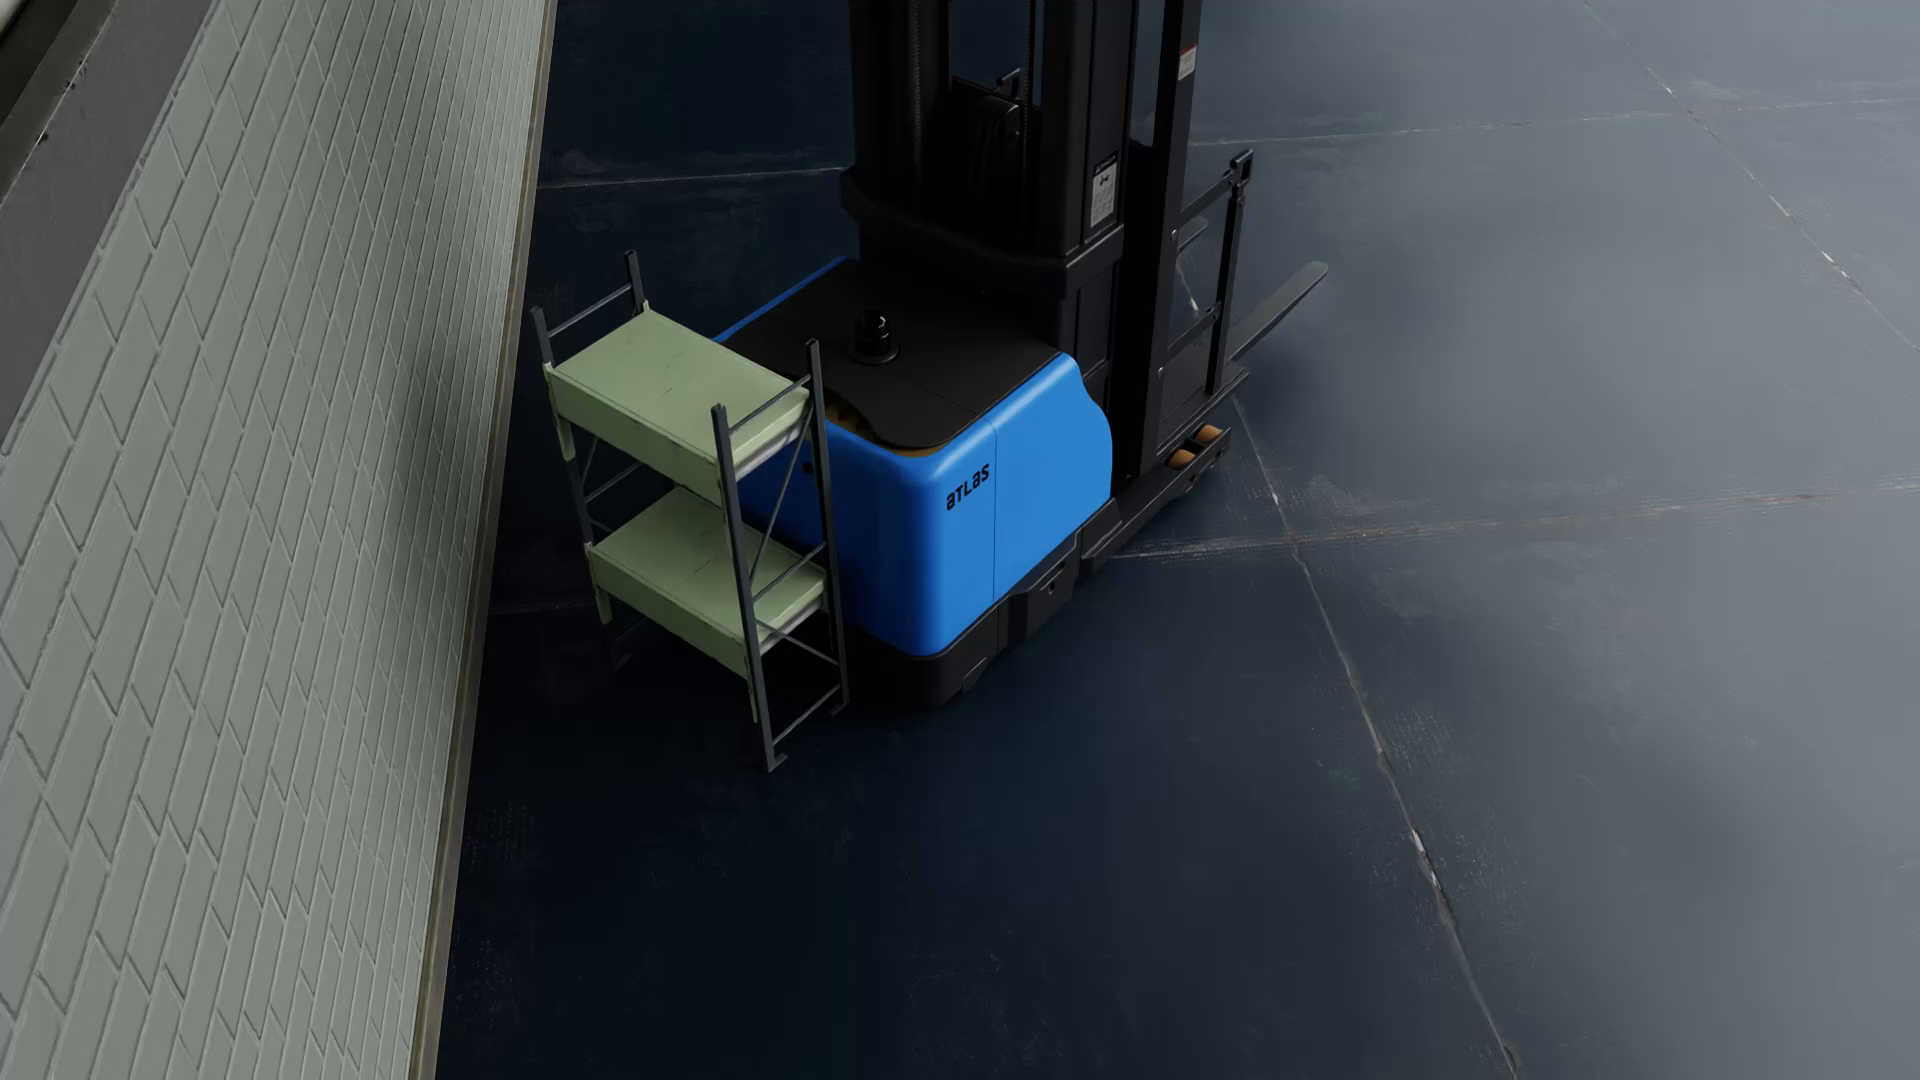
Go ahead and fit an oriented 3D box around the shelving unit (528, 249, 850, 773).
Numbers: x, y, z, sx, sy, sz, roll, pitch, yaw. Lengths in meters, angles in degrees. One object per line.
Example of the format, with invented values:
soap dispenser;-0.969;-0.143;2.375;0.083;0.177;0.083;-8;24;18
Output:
shelving unit;-0.801;-0.054;5.183;0.755;1.500;0.431;28;50;28

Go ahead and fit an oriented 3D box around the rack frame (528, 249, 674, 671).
rack frame;-1.087;-0.207;5.353;0.023;1.500;0.400;28;50;28

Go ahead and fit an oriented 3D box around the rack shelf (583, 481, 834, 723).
rack shelf;-0.797;0.184;5.405;0.720;0.370;0.431;28;50;28

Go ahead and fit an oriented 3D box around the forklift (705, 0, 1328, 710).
forklift;0.412;-1.457;5.677;1.130;2.935;3.031;28;49;27

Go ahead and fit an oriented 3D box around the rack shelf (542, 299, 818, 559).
rack shelf;-0.807;-0.340;4.917;0.720;0.370;0.431;28;50;28

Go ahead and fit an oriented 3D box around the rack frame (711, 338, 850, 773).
rack frame;-0.516;0.099;5.013;0.023;1.500;0.400;28;50;28
